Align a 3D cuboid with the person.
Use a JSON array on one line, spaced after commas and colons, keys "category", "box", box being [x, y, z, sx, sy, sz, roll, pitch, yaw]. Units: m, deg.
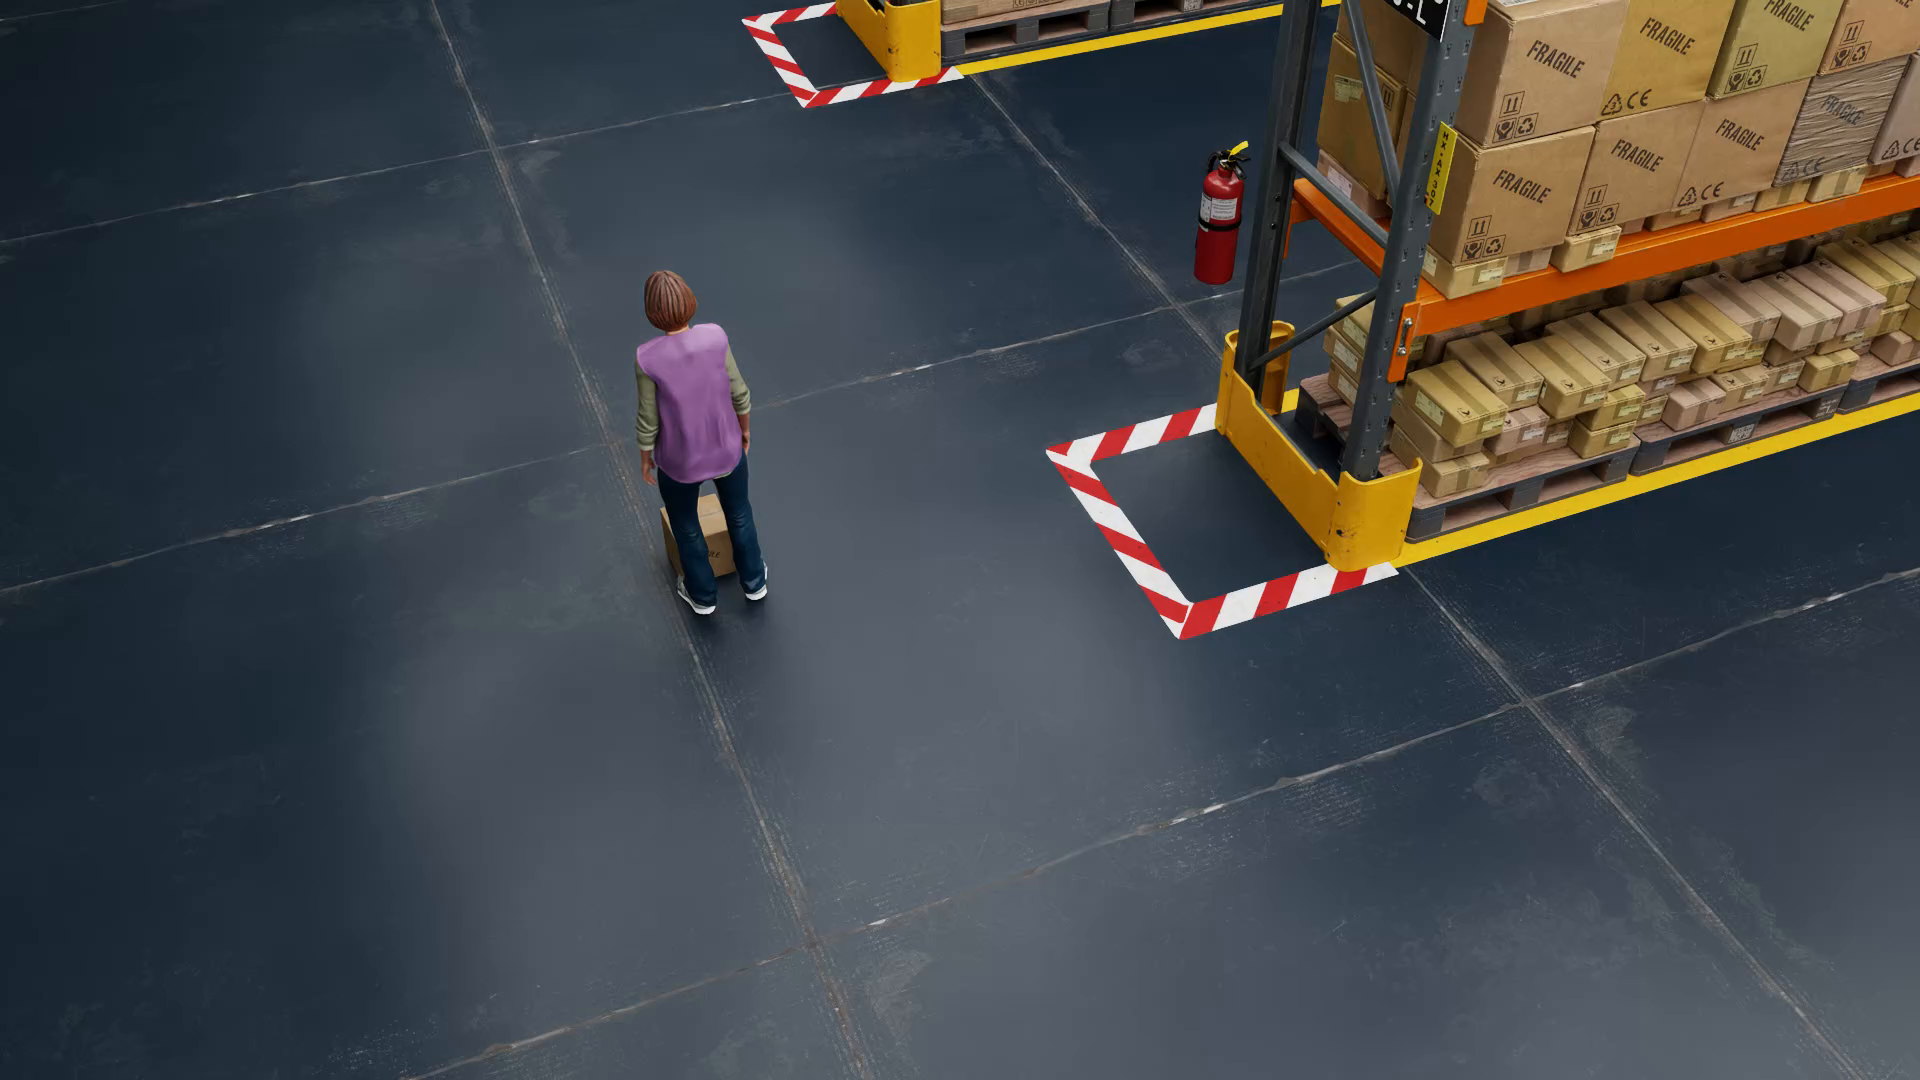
[{"category": "person", "box": [-1.026, -0.347, 6.549, 0.485, 1.593, 0.345, -18, 45, -19]}]
